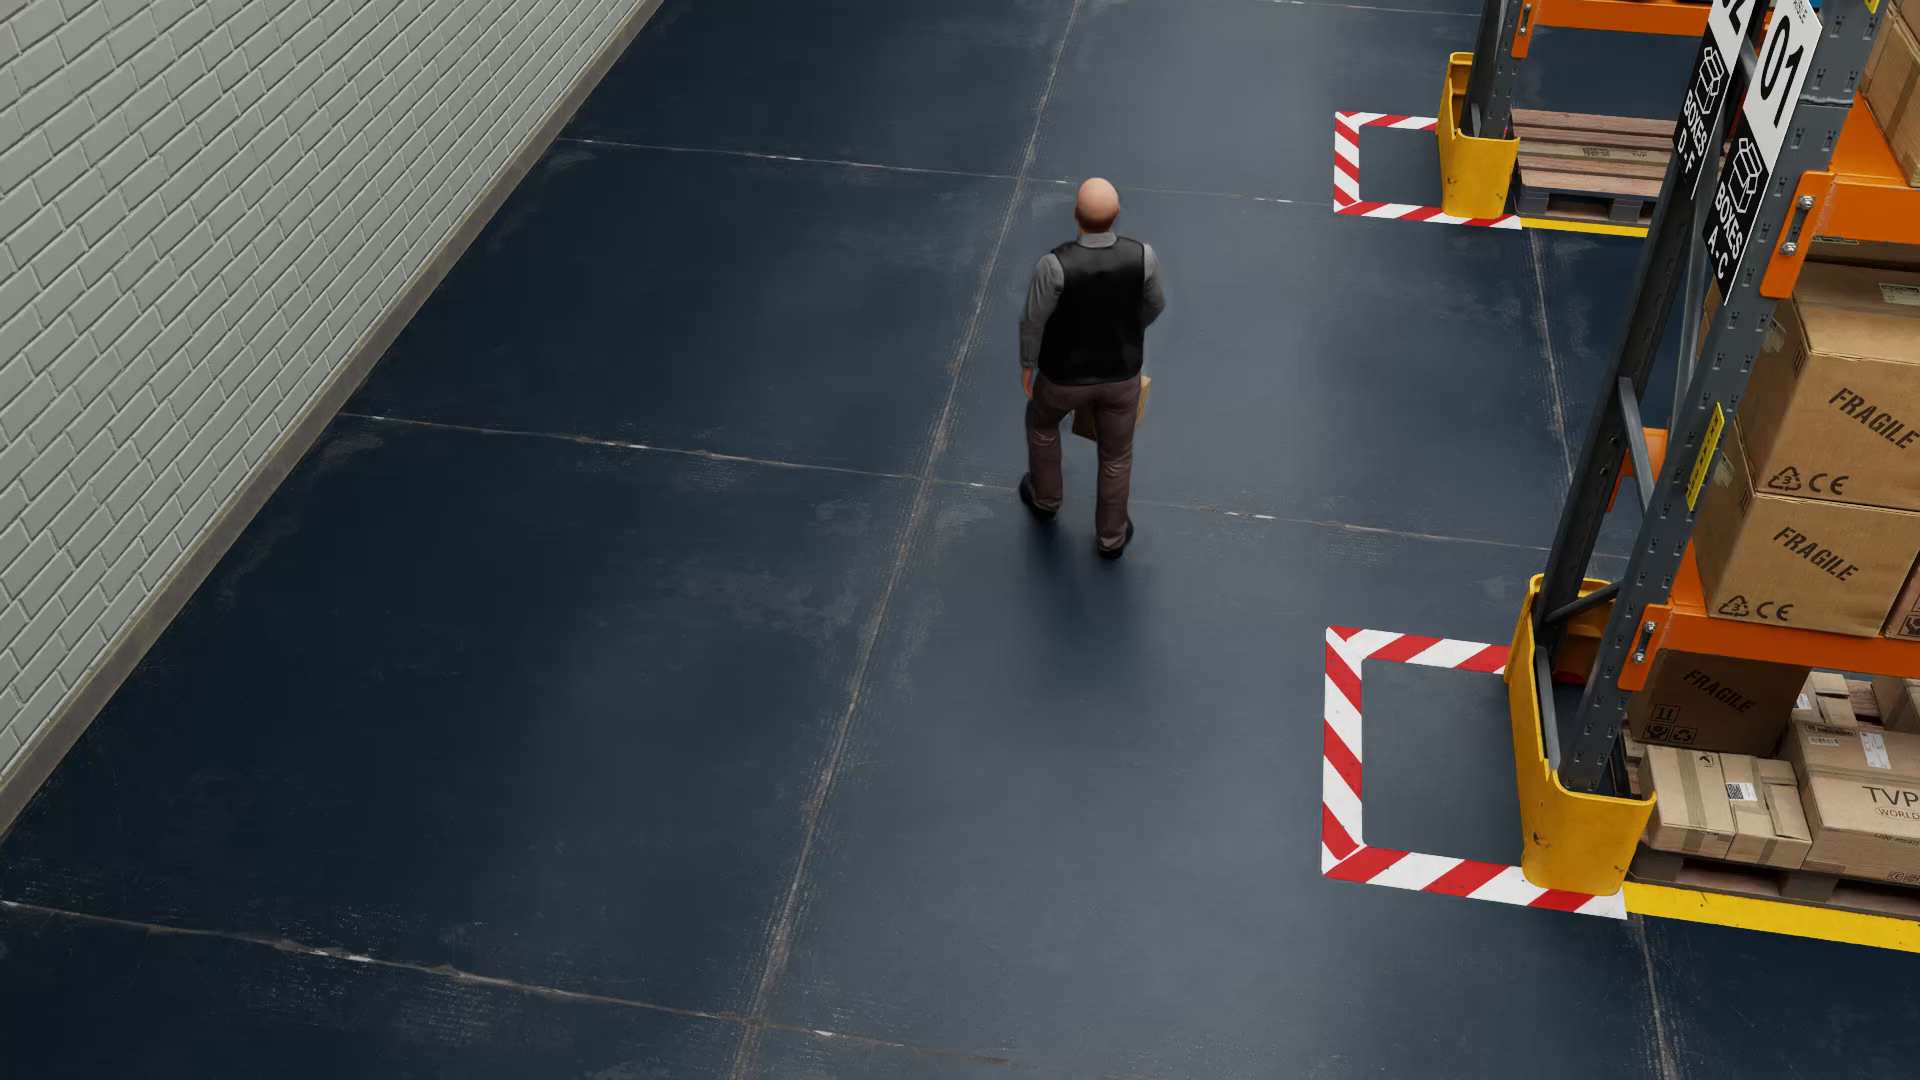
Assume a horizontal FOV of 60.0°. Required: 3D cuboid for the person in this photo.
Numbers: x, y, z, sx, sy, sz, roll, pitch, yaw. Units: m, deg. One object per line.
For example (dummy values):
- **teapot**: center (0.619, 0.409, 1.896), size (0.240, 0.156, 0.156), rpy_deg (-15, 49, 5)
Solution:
- **person**: center (0.545, -0.732, 7.052), size (0.625, 1.705, 0.598), rpy_deg (-3, 40, -4)
